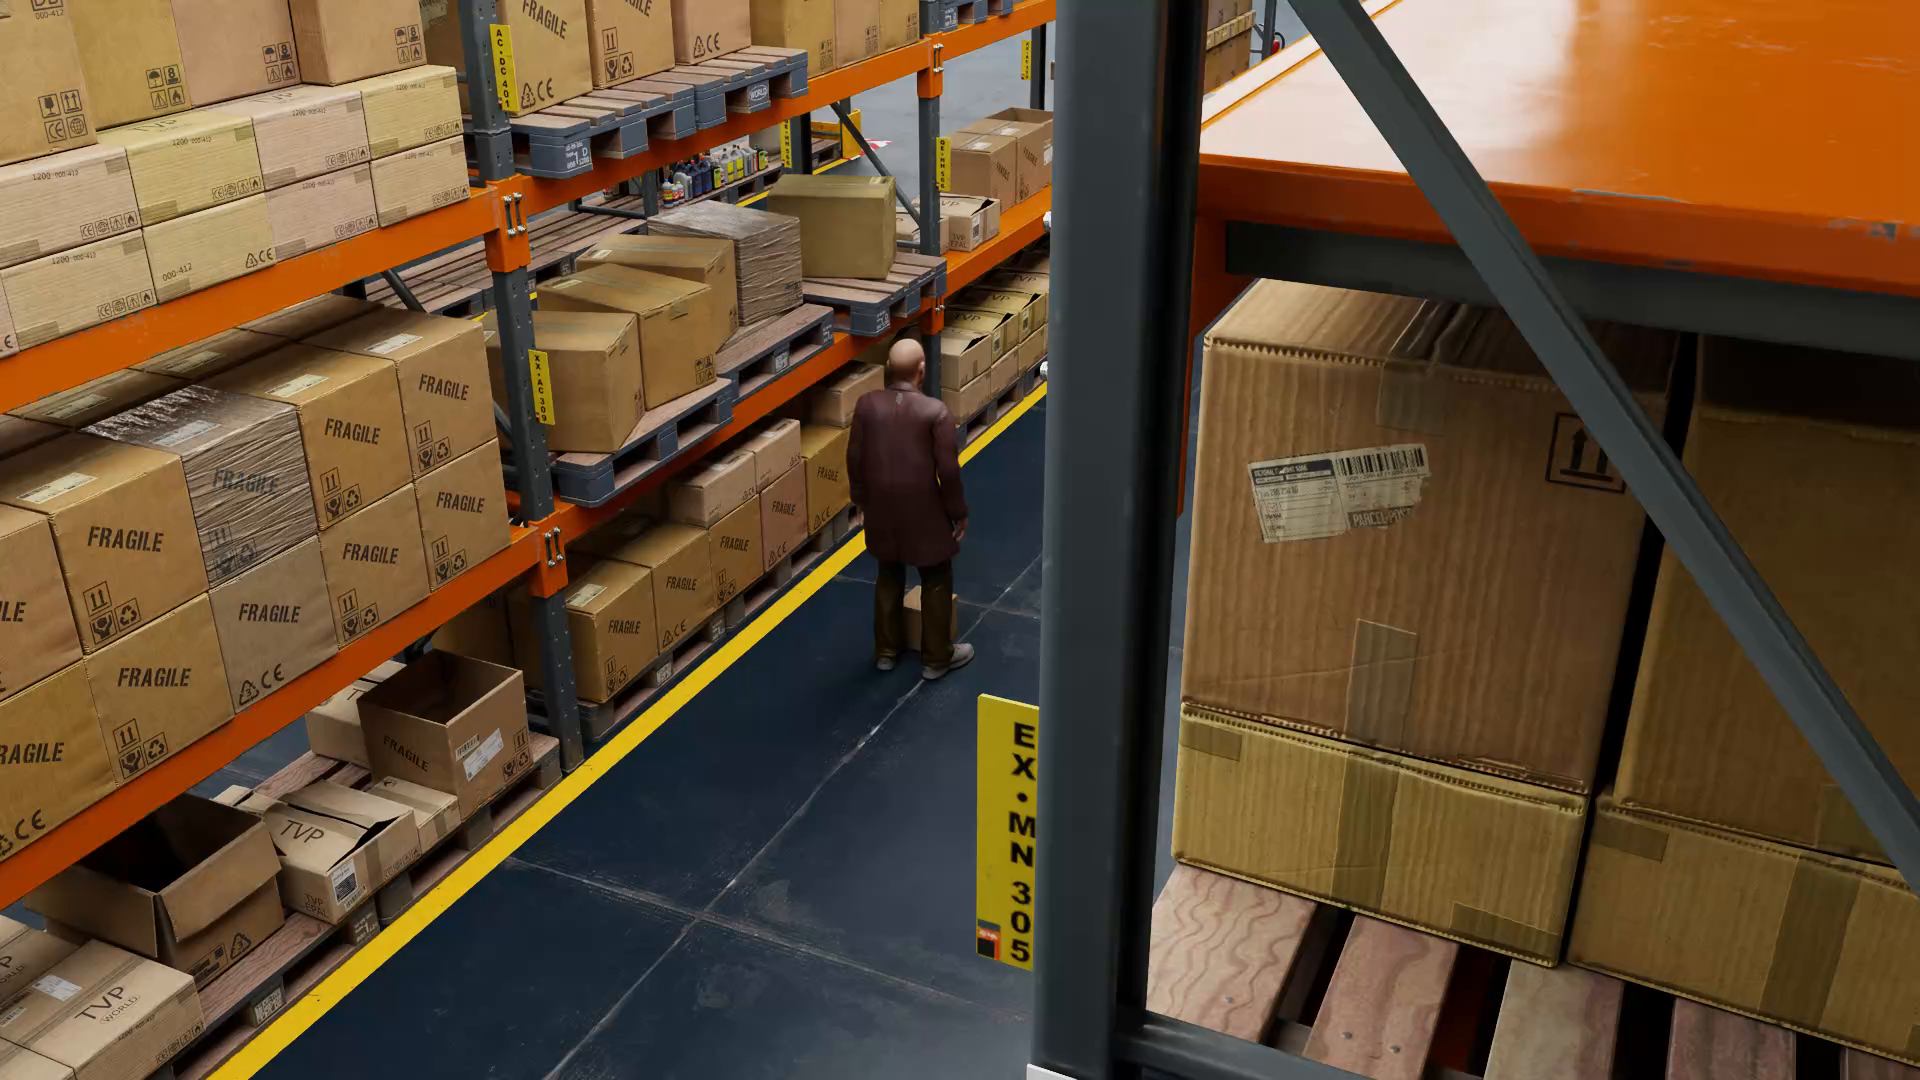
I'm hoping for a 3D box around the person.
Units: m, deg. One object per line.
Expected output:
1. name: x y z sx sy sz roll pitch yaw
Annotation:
1. person: -0.261 -0.153 8.446 0.652 1.774 0.420 11 28 21
